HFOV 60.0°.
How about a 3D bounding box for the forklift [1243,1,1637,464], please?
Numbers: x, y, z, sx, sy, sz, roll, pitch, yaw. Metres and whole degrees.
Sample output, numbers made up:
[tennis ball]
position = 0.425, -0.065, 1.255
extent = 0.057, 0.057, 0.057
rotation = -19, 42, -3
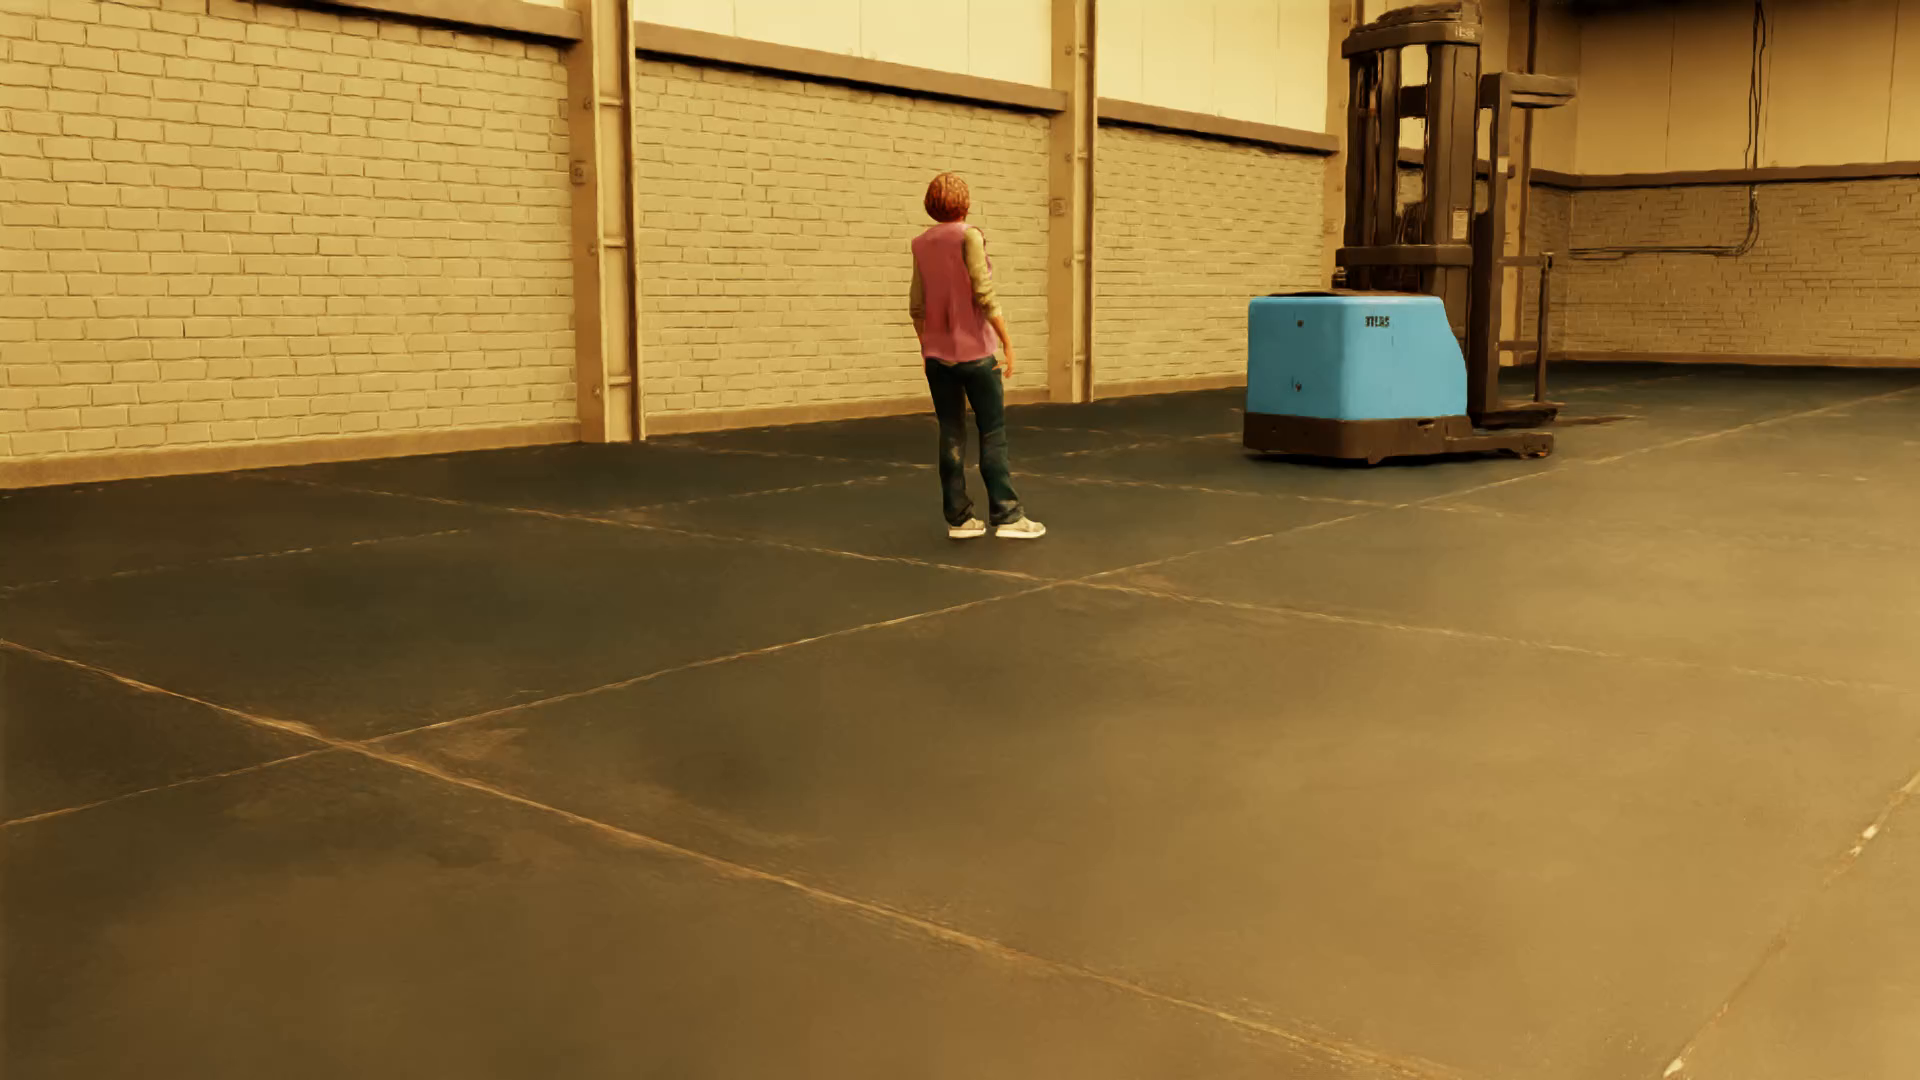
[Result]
[forklift]
position = 3.436, -2.062, 11.370
extent = 3.031, 2.935, 1.130
rotation = -5, 10, -31

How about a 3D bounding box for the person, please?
[person]
position = 0.057, -0.804, 7.337
extent = 0.520, 1.597, 0.474
rotation = 7, 11, 38
